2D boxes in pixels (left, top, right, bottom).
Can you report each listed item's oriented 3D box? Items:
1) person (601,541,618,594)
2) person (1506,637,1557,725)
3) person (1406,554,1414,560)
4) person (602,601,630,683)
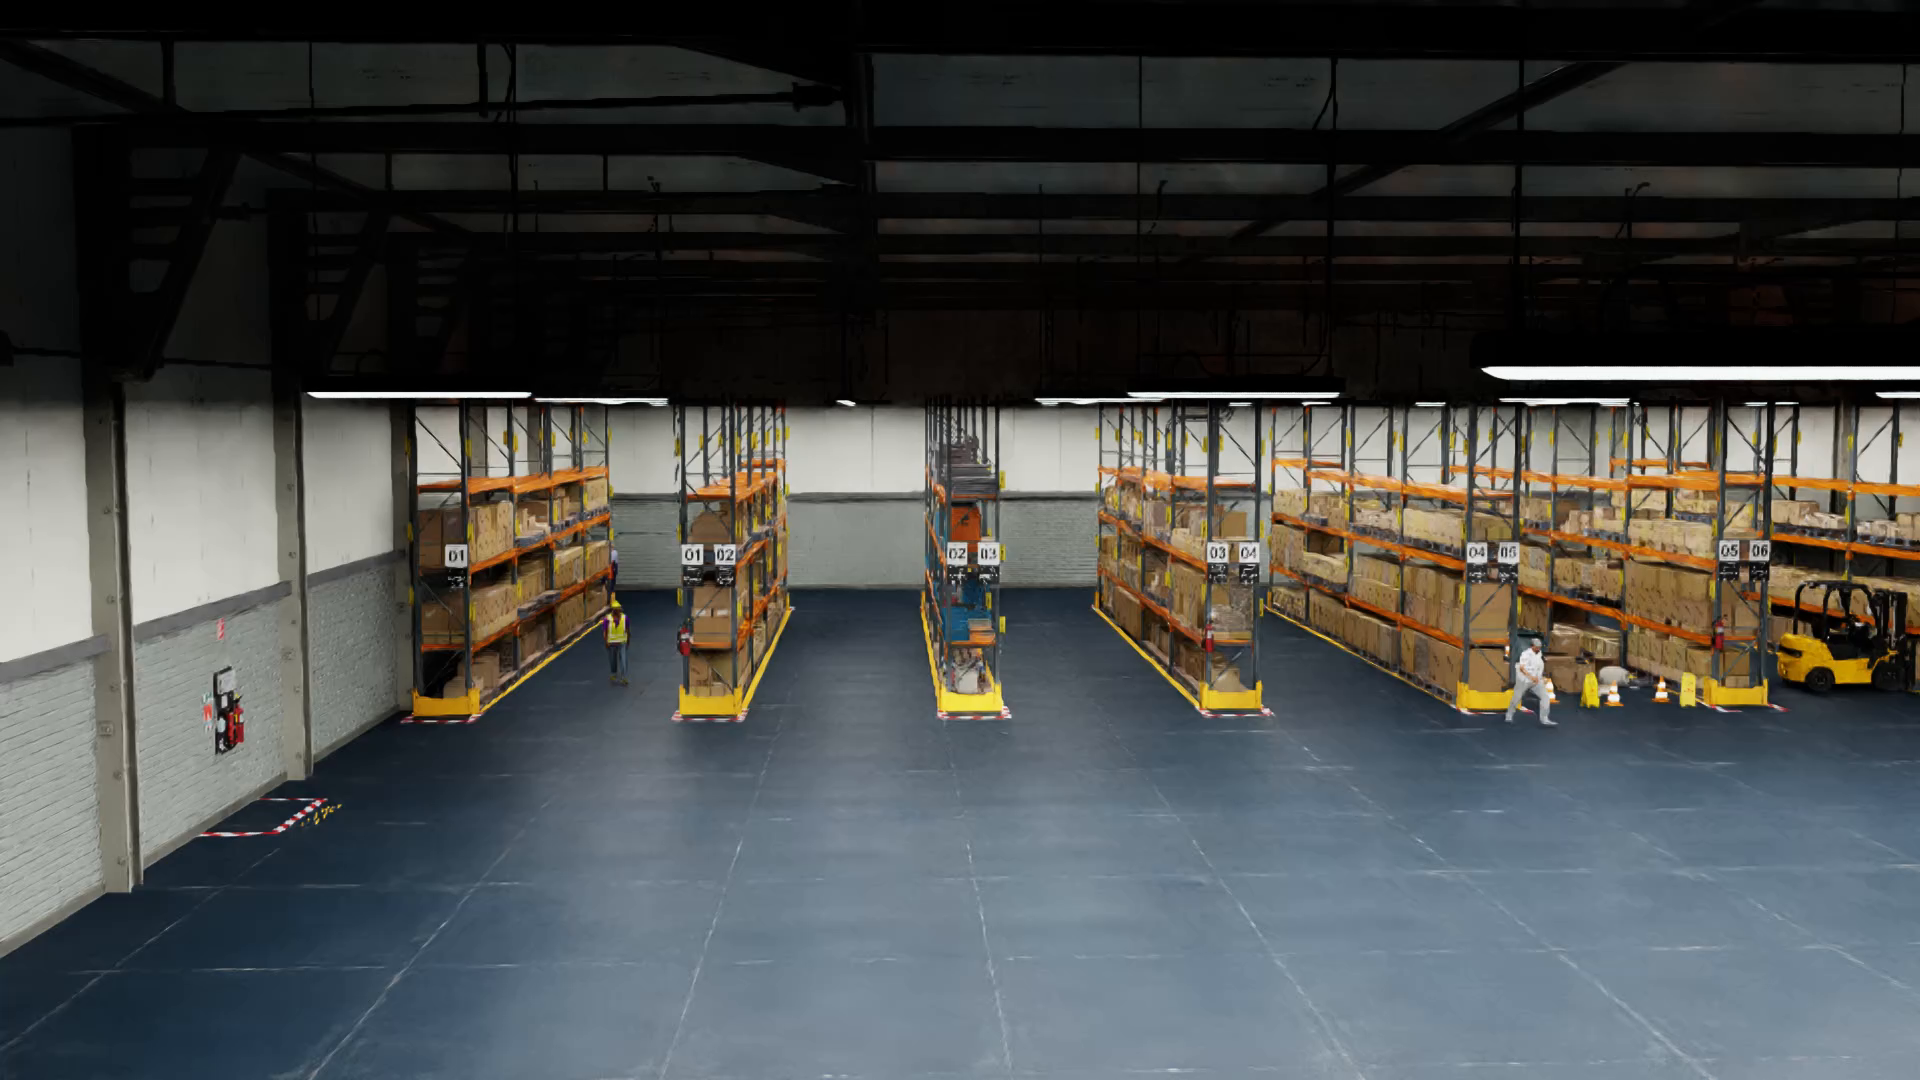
[{"bbox_3d":[-10.870,0.859,51.235,0.661,1.640,0.512,-4,6,-44],"label":"person"},{"bbox_3d":[10.346,2.533,30.182,0.647,1.593,0.821,-2,5,-20],"label":"person"},{"bbox_3d":[12.818,1.122,47.677,0.615,1.666,0.573,-1,5,-17],"label":"person"},{"bbox_3d":[-7.177,2.118,34.736,0.571,1.708,1.035,-1,5,-11],"label":"person"}]
